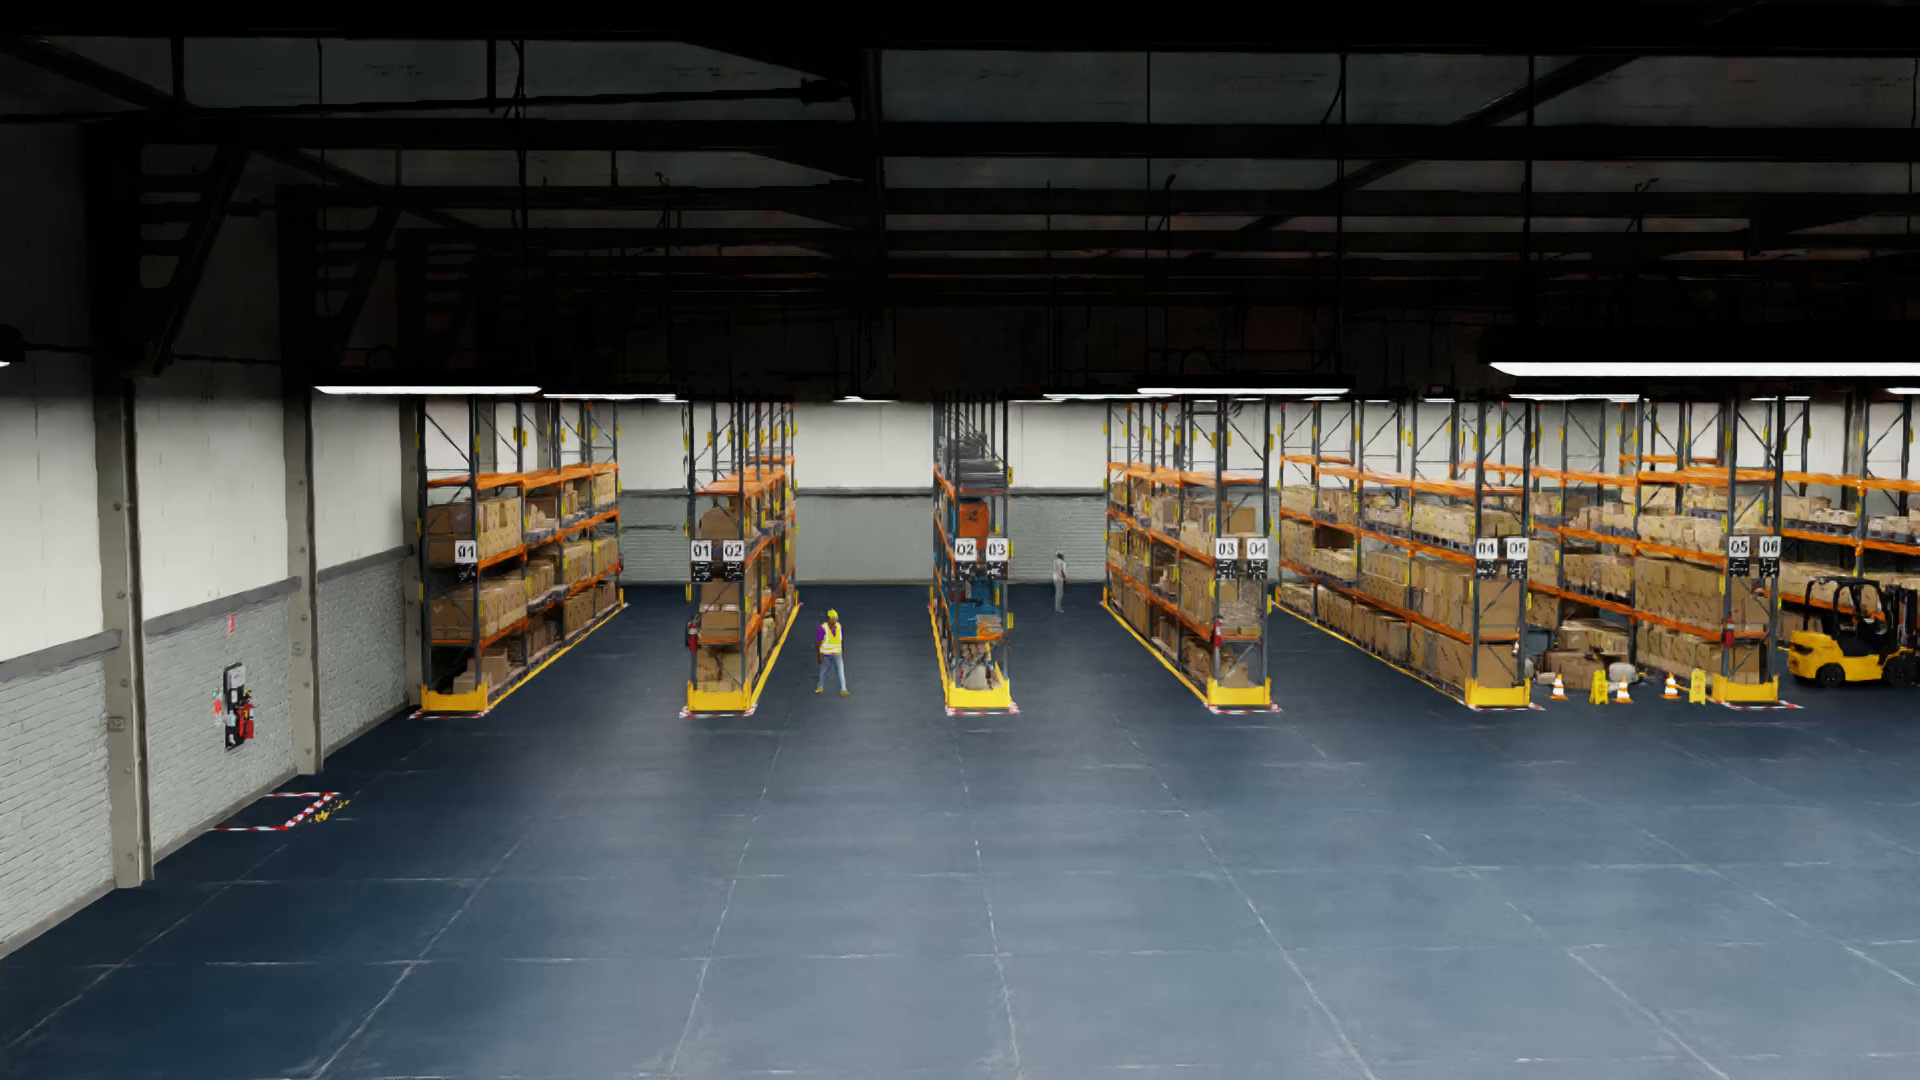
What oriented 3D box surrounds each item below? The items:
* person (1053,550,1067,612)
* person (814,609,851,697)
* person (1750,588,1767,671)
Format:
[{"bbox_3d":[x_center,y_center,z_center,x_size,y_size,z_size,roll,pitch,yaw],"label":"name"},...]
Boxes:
[{"bbox_3d":[2.792,1.127,45.962,0.441,1.680,0.552,-2,5,-23],"label":"person"},{"bbox_3d":[-2.530,2.211,32.693,0.621,1.721,0.959,-2,5,-25],"label":"person"},{"bbox_3d":[17.054,1.910,35.676,0.557,1.781,0.631,2,5,27],"label":"person"}]
